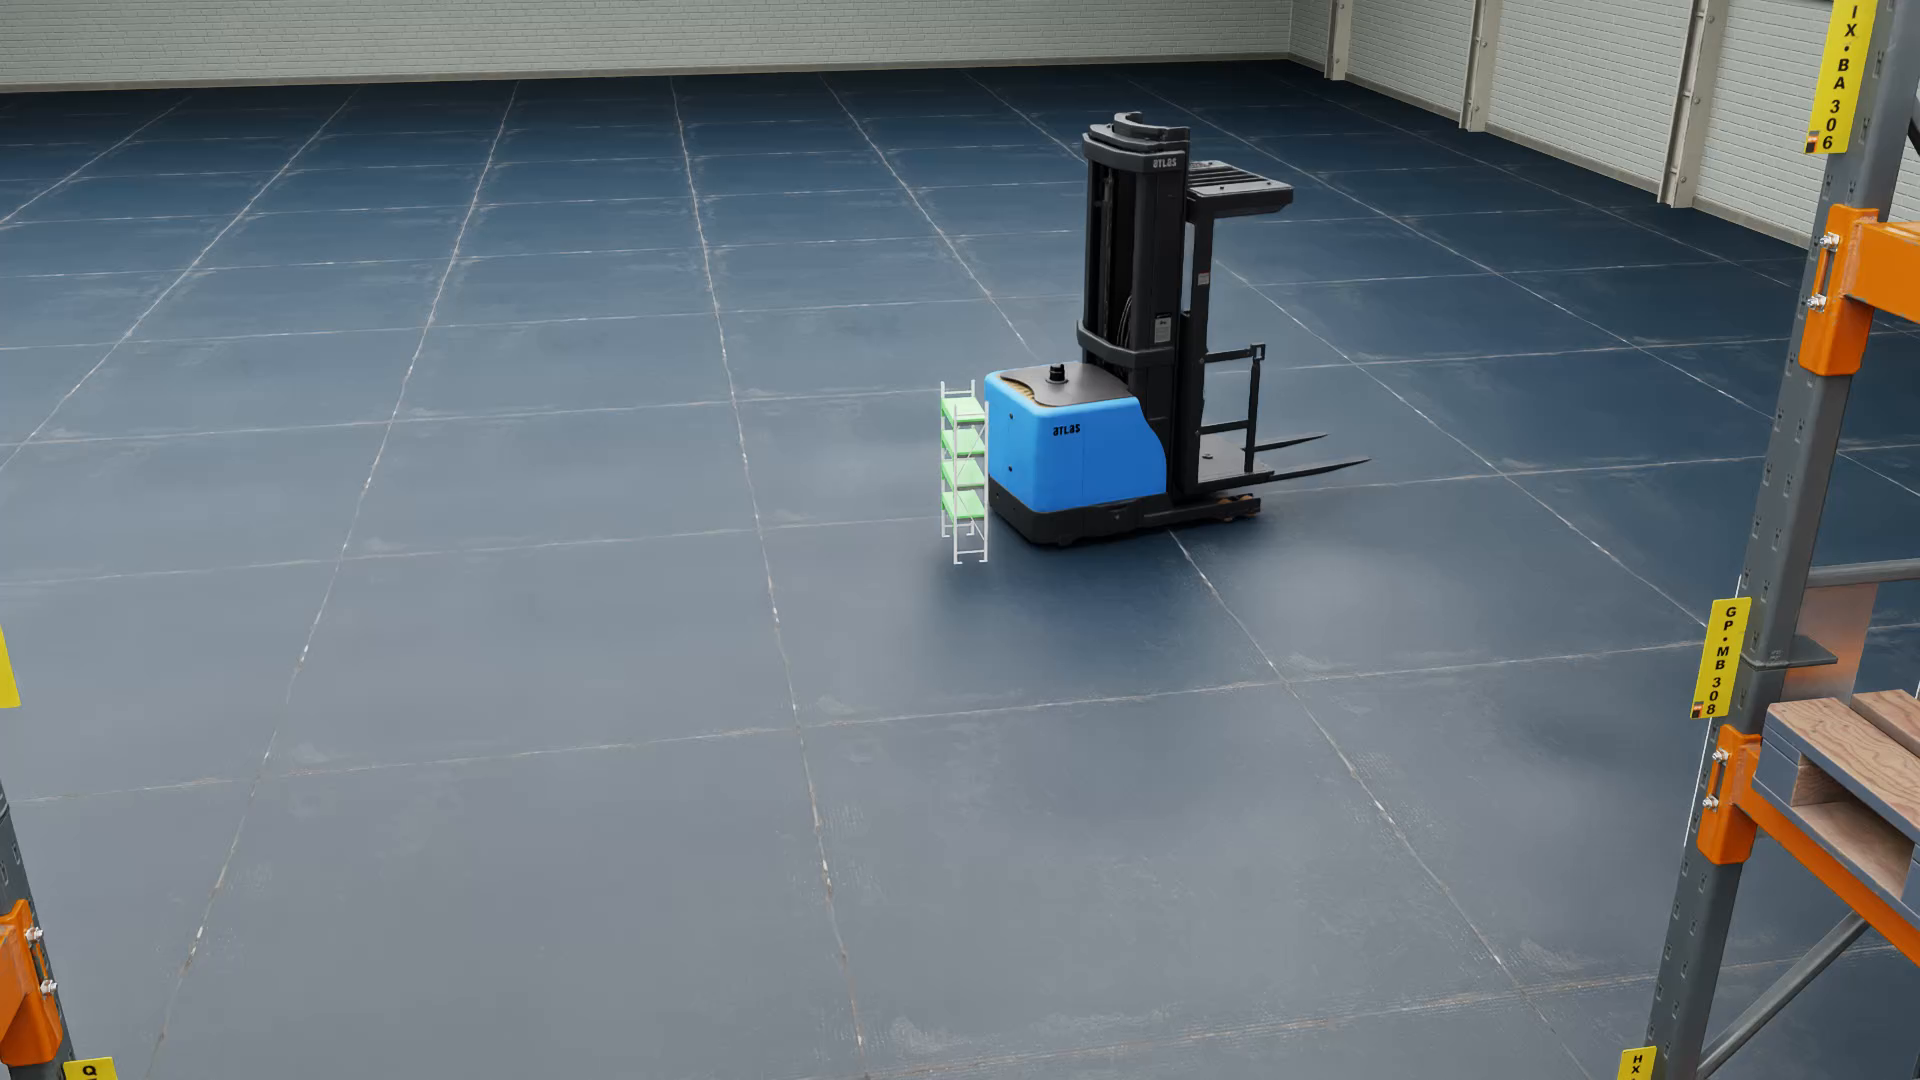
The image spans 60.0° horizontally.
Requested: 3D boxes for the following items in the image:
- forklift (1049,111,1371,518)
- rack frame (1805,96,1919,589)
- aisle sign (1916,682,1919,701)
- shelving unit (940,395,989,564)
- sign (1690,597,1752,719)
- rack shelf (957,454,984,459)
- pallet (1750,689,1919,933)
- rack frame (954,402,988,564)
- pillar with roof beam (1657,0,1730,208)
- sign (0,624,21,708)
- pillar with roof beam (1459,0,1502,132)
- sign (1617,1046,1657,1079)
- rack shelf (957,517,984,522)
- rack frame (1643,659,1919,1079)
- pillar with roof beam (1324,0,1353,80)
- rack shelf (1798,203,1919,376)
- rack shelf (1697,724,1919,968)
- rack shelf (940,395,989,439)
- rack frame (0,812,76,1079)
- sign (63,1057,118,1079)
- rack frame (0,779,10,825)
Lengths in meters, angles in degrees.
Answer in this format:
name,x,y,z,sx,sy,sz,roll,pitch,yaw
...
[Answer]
name,x,y,z,sx,sy,sz,roll,pitch,yaw
forklift,1.737,-1.665,12.401,3.031,2.935,1.121,-10,25,-21
rack frame,2.403,-1.118,3.566,0.949,2.616,0.053,-4,24,-10
aisle sign,2.684,0.390,4.362,0.394,0.787,0.004,-4,24,-10
shelving unit,0.032,-0.482,11.856,0.258,1.200,0.492,-4,24,-10
sign,1.864,0.291,4.076,0.100,0.325,0.005,-4,24,-10
rack shelf,0.031,-0.672,11.779,0.199,0.029,0.442,-4,24,-10
pallet,2.463,0.676,3.443,1.003,0.211,1.213,-4,24,-10
rack frame,0.076,-0.389,11.641,0.240,1.200,0.015,-4,24,-10
pillar with roof beam,5.562,-8.401,20.243,9.100,9.000,0.400,-4,24,-10
sign,-1.913,0.184,3.227,0.100,0.325,0.005,-4,24,-10
pillar with roof beam,4.453,-10.761,25.647,9.100,9.000,0.400,-4,24,-10
sign,1.864,1.543,4.623,0.100,0.325,0.005,-4,24,-10
rack shelf,0.031,-0.232,11.971,0.199,0.029,0.442,-4,24,-10
rack frame,2.406,1.631,4.767,1.000,3.000,0.127,-4,24,-10
pillar with roof beam,3.343,-13.121,31.050,9.100,9.000,0.400,-4,24,-10
rack shelf,2.776,0.182,1.990,1.077,0.370,4.000,-4,24,-10
rack shelf,2.776,1.373,2.510,1.077,0.370,4.000,-4,24,-10
rack shelf,0.031,-0.866,11.694,0.258,0.148,0.480,-4,24,-10
rack frame,-2.462,1.998,3.928,1.000,3.000,0.127,-4,24,-10
sign,-1.913,1.289,3.709,0.100,0.325,0.005,-4,24,-10
rack frame,-2.462,-0.752,2.727,1.000,3.000,0.127,-4,24,-10
